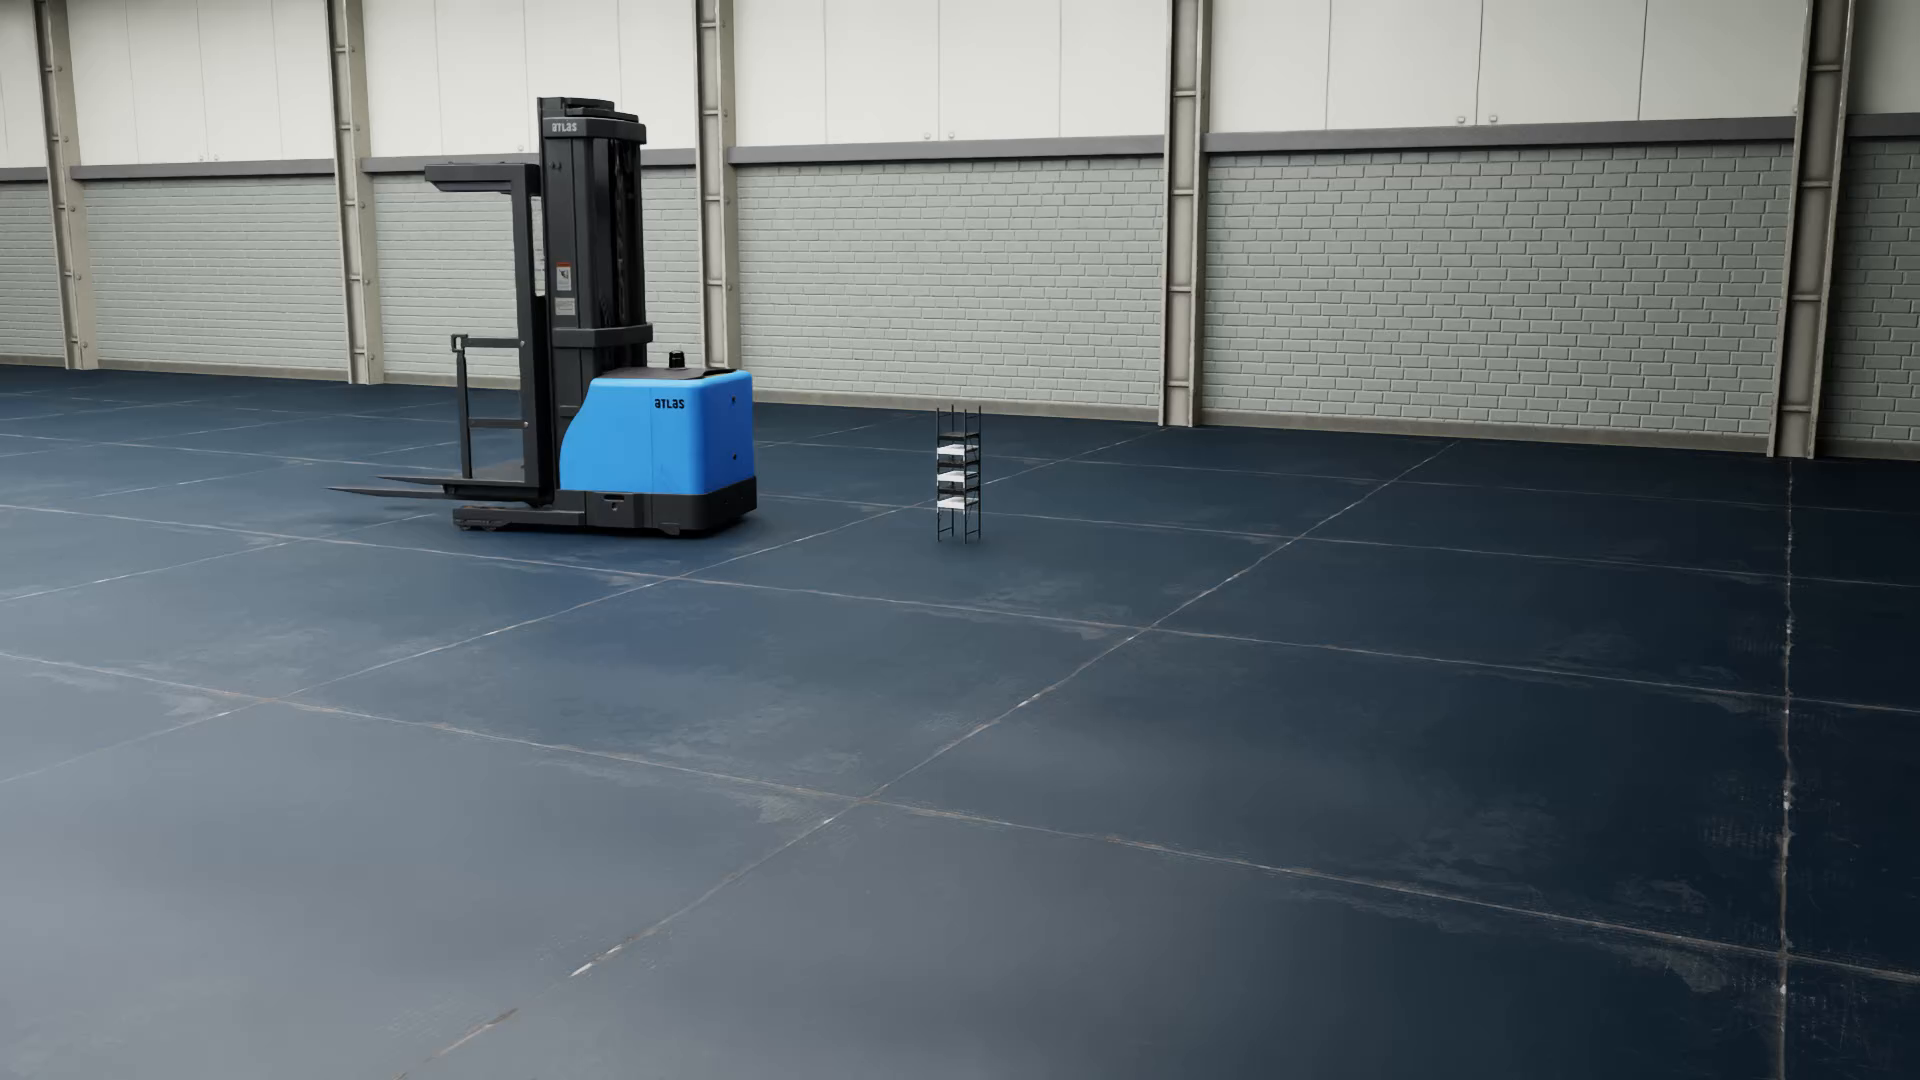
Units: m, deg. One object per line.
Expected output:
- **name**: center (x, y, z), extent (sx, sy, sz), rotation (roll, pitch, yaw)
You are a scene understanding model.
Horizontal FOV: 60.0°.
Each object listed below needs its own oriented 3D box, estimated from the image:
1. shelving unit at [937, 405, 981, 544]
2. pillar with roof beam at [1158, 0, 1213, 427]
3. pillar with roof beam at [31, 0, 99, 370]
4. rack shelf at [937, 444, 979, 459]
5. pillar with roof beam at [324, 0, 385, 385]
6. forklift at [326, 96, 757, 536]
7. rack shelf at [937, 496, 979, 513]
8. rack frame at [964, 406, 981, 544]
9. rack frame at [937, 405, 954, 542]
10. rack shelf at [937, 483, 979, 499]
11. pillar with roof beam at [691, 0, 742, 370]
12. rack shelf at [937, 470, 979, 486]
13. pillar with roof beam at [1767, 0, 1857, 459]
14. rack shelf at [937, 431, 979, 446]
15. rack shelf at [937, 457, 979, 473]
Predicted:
- **shelving unit**: center (-0.007, -0.443, 11.154), extent (0.210, 0.900, 0.258), rotation (5, 11, 26)
- **pillar with roof beam**: center (0.503, -5.003, 13.604), extent (0.400, 9.000, 9.100), rotation (5, 11, 26)
- **pillar with roof beam**: center (-15.639, -6.421, 21.442), extent (0.400, 9.000, 9.100), rotation (5, 11, 26)
- **rack shelf**: center (-0.007, -0.588, 11.127), extent (0.200, 0.077, 0.258), rotation (5, 11, 26)
- **pillar with roof beam**: center (-10.259, -5.948, 18.829), extent (0.400, 9.000, 9.100), rotation (5, 11, 26)
- **forklift**: center (-3.052, -1.591, 11.791), extent (3.031, 2.935, 1.130), rotation (3, 11, 14)
- **rack shelf**: center (-0.007, -0.234, 11.192), extent (0.200, 0.077, 0.258), rotation (5, 11, 26)
- **rack frame**: center (0.084, -0.435, 11.109), extent (0.006, 0.900, 0.240), rotation (5, 11, 26)
- **rack frame**: center (-0.098, -0.451, 11.198), extent (0.006, 0.900, 0.240), rotation (5, 11, 26)
- **rack shelf**: center (-0.007, -0.322, 11.176), extent (0.200, 0.077, 0.258), rotation (5, 11, 26)
- **pillar with roof beam**: center (-4.878, -5.476, 16.217), extent (0.400, 9.000, 9.100), rotation (5, 11, 26)
- **rack shelf**: center (-0.007, -0.411, 11.160), extent (0.200, 0.077, 0.258), rotation (5, 11, 26)
- **pillar with roof beam**: center (5.883, -4.530, 10.992), extent (0.400, 9.000, 9.100), rotation (5, 11, 26)
- **rack shelf**: center (-0.007, -0.676, 11.111), extent (0.200, 0.077, 0.258), rotation (5, 11, 26)
- **rack shelf**: center (-0.007, -0.499, 11.144), extent (0.200, 0.077, 0.258), rotation (5, 11, 26)
